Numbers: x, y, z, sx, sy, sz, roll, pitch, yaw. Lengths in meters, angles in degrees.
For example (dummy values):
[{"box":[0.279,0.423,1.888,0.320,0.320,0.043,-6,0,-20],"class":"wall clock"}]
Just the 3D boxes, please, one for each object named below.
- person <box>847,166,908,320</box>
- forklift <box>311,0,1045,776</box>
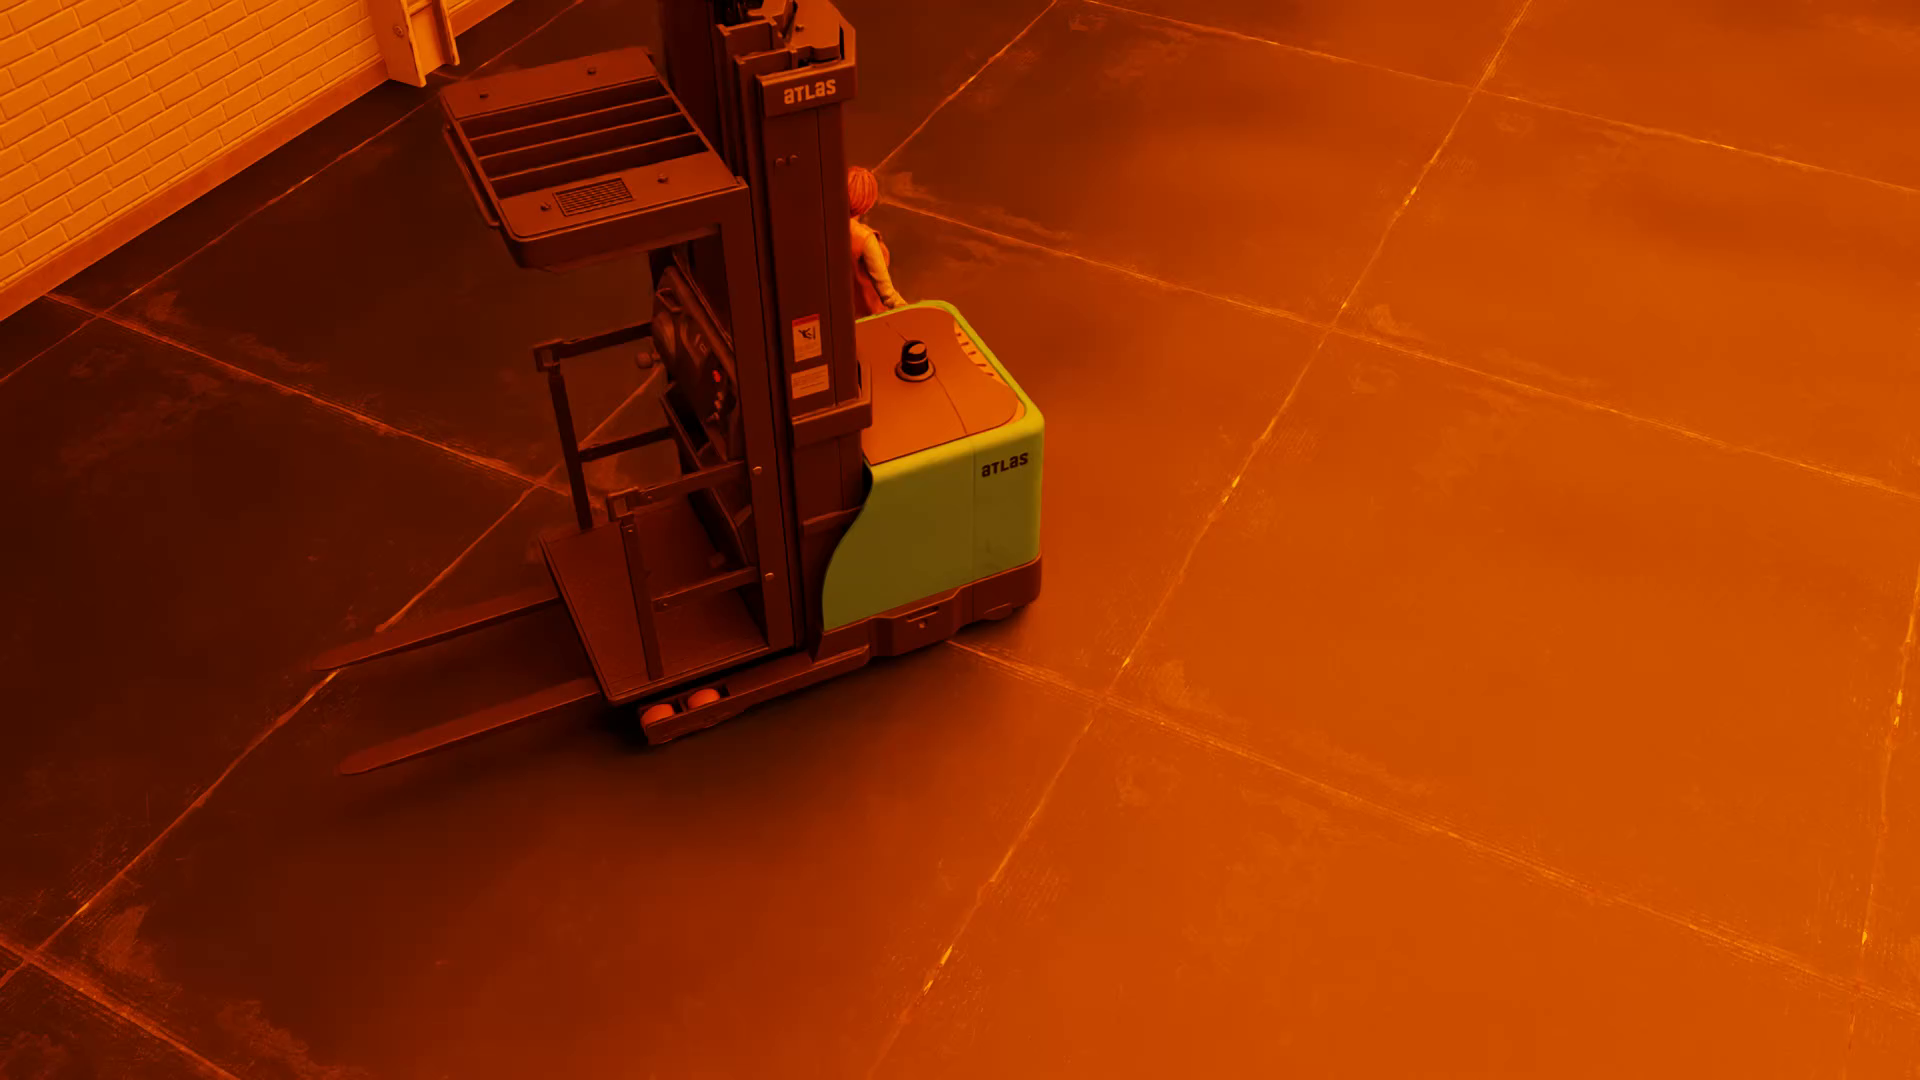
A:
[{"box":[-0.478,-1.122,7.955,0.651,1.477,0.822,-32,52,-29],"class":"person"},{"box":[-1.195,-0.640,6.333,3.031,2.935,1.130,-18,46,-18],"class":"forklift"}]
